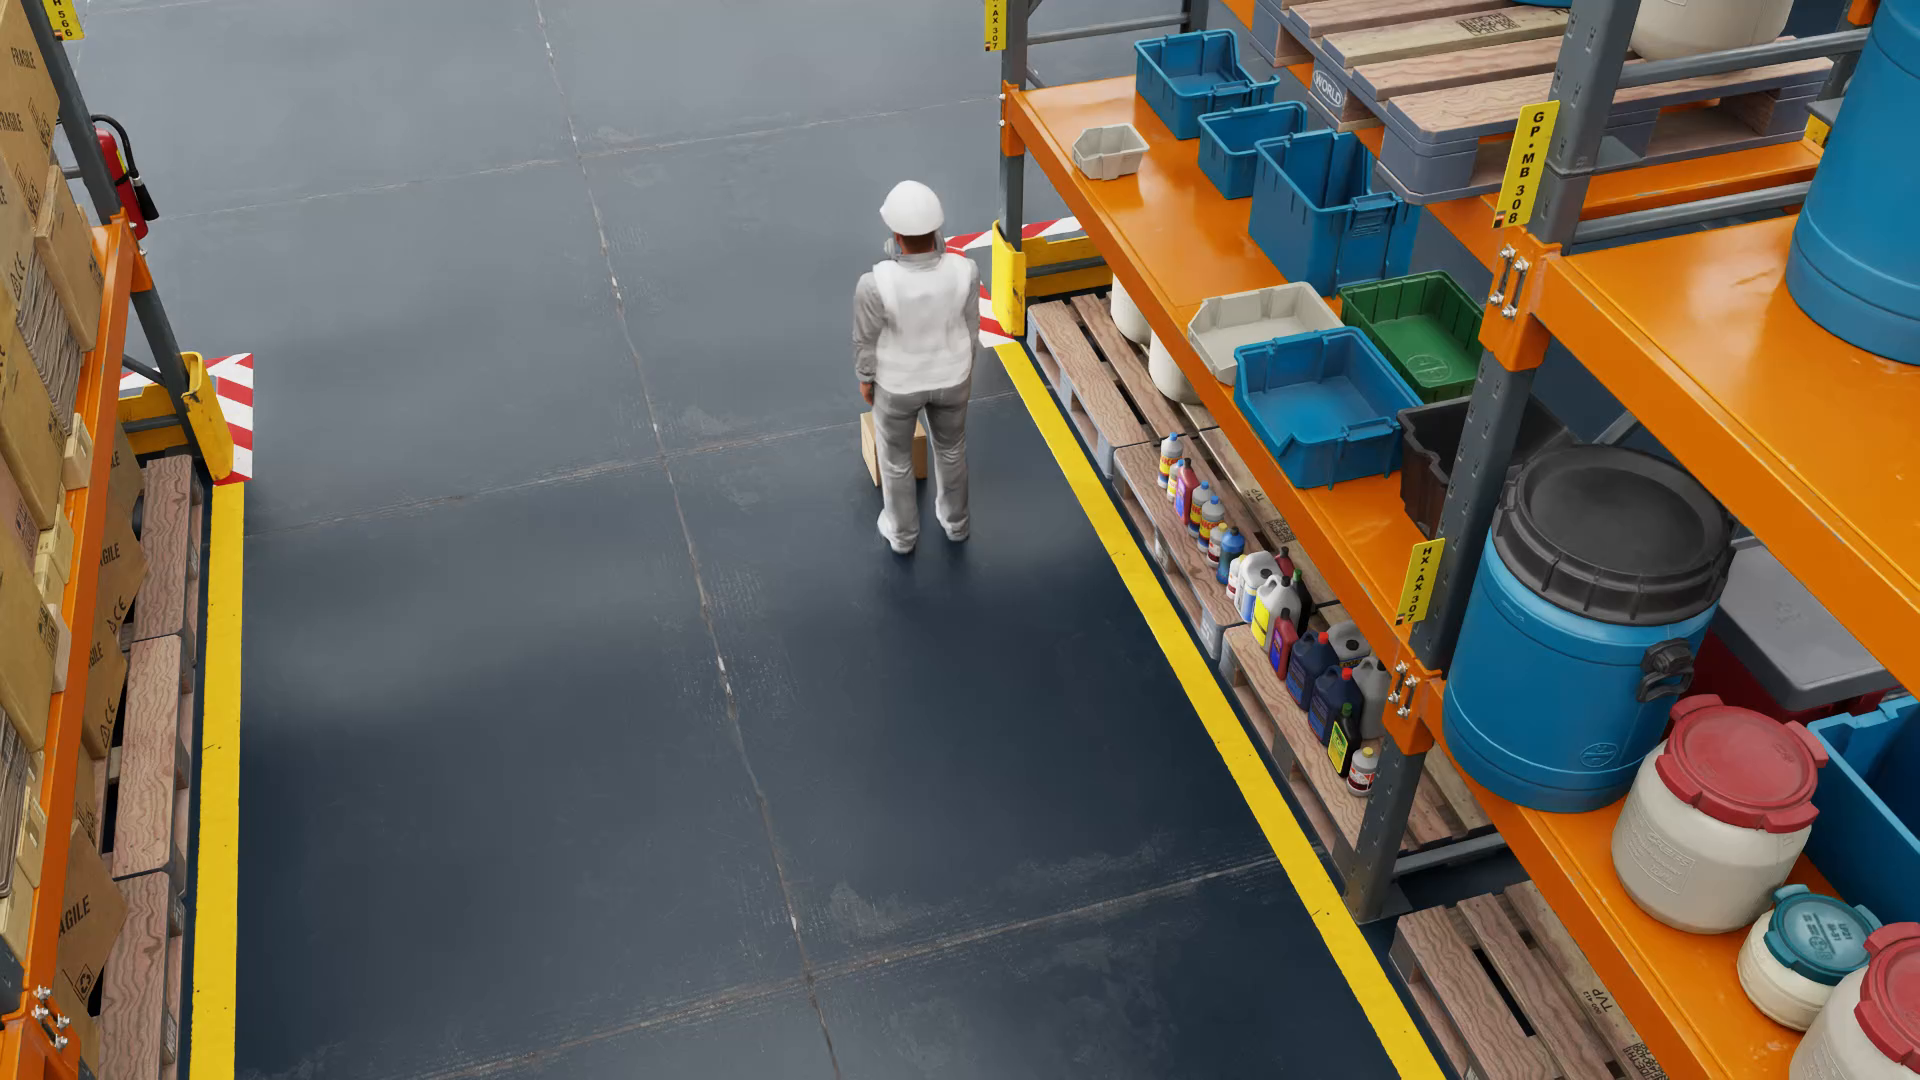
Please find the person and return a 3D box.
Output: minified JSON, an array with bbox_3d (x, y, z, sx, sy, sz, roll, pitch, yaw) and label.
[{"bbox_3d":[-0.182,-0.694,6.925,0.533,1.773,0.359,-11,43,-12],"label":"person"}]
